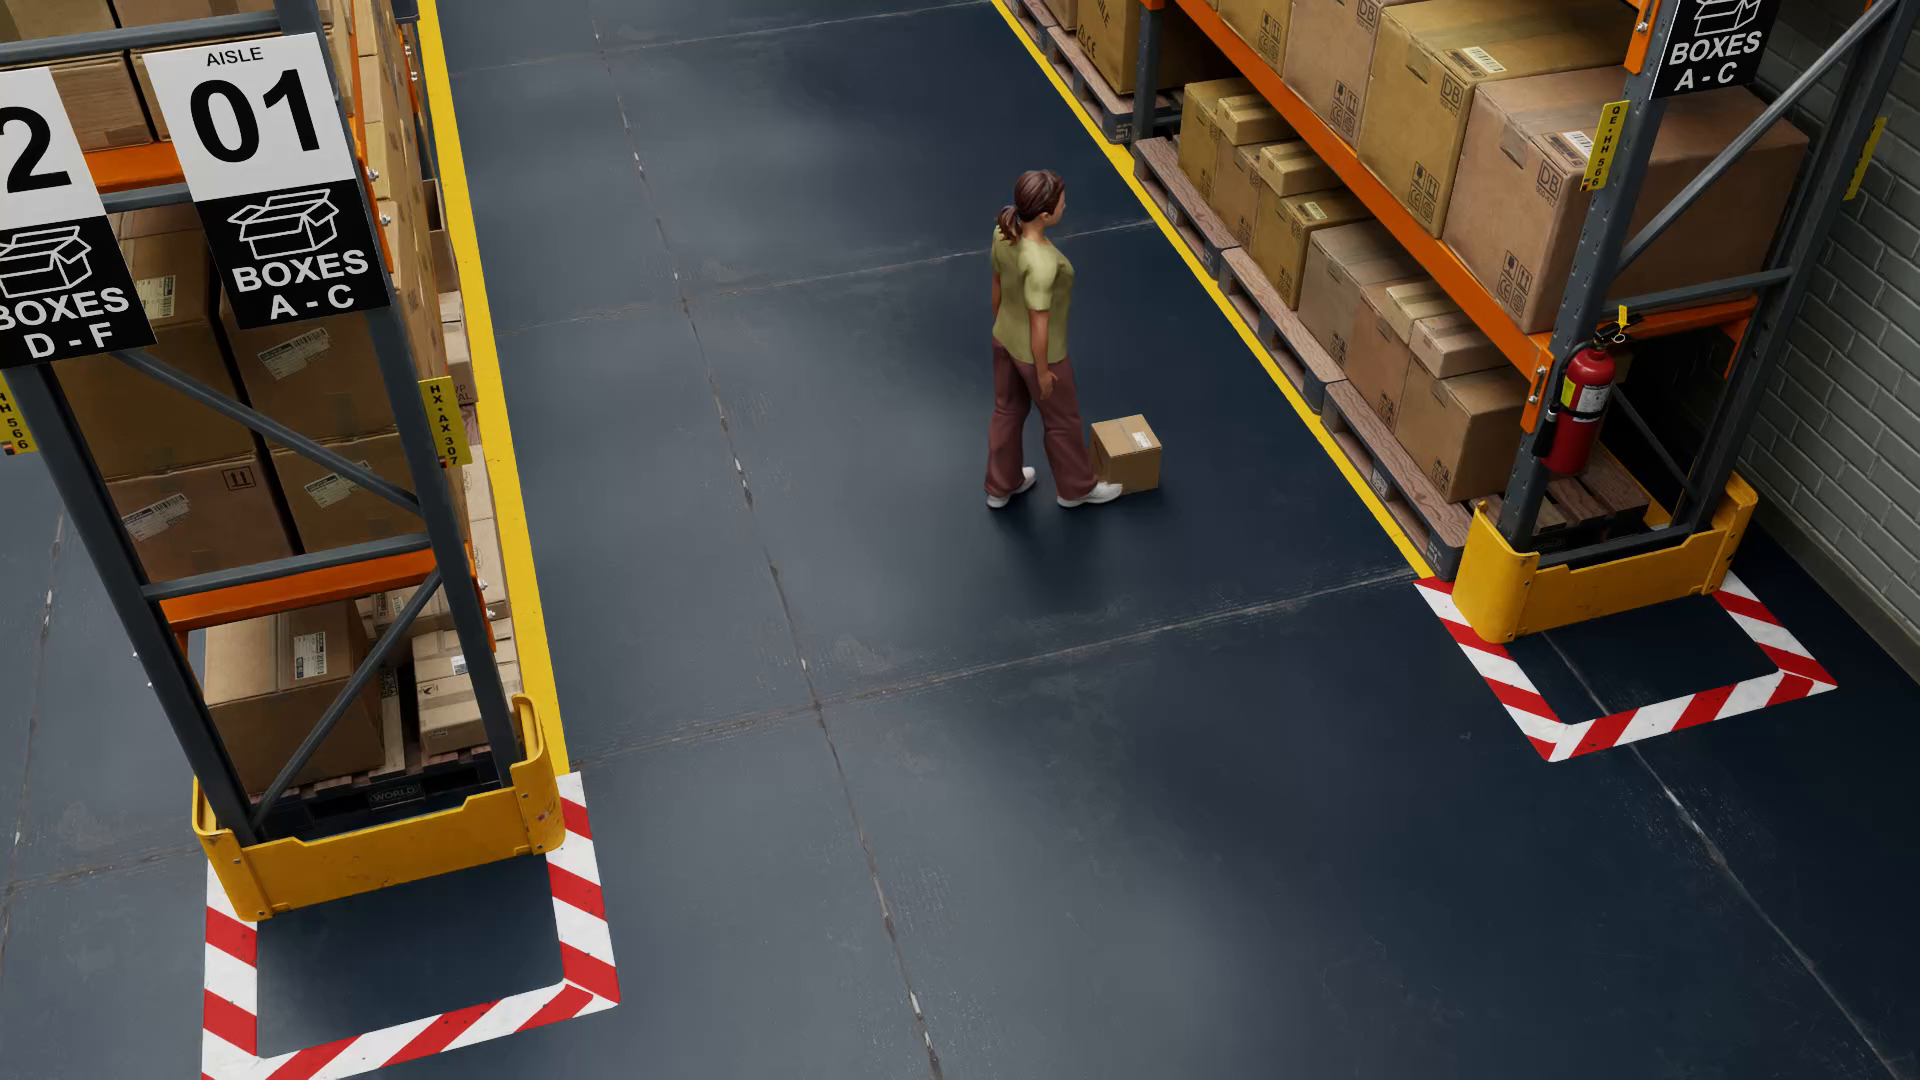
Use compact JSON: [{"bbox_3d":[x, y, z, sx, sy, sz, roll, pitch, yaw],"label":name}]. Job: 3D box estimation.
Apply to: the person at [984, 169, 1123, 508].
[{"bbox_3d":[0.387,-0.851,7.079,0.582,1.669,0.473,-22,47,-22],"label":"person"}]
